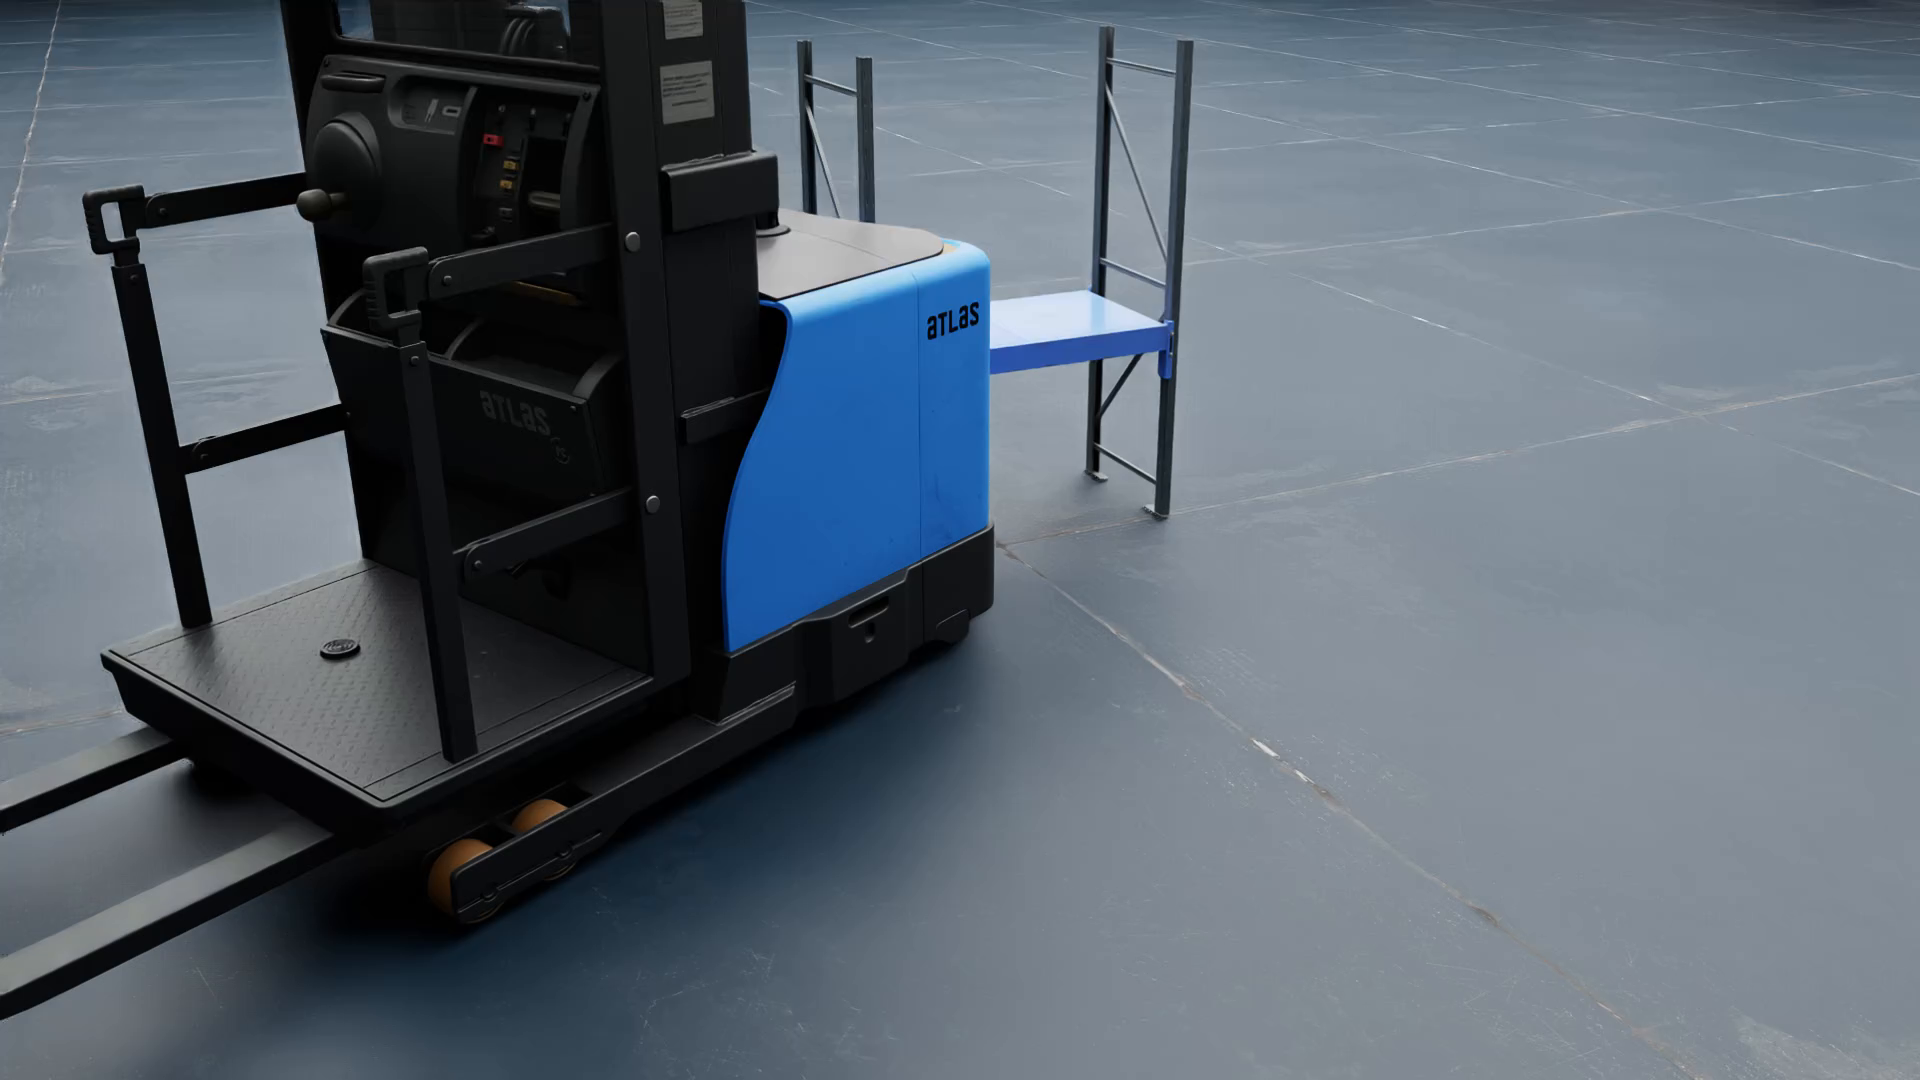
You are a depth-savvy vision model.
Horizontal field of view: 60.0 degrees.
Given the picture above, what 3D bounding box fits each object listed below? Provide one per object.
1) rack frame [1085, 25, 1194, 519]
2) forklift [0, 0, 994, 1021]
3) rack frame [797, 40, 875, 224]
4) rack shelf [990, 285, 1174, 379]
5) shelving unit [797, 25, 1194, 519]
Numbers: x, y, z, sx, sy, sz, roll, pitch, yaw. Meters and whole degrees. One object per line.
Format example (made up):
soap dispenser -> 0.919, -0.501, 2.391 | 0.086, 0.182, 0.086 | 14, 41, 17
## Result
rack frame -> 0.562, -0.850, 5.342 | 0.032, 1.500, 0.500 | -10, 25, -23
forklift -> -1.210, -0.791, 3.329 | 1.130, 2.935, 3.031 | 17, 28, 35
rack frame -> -0.356, -0.682, 4.937 | 0.032, 1.500, 0.500 | -10, 25, -23
rack shelf -> 0.103, -0.600, 5.208 | 1.000, 0.185, 0.538 | -10, 25, -23
shelving unit -> 0.103, -0.766, 5.139 | 1.048, 1.500, 0.538 | -10, 25, -23
